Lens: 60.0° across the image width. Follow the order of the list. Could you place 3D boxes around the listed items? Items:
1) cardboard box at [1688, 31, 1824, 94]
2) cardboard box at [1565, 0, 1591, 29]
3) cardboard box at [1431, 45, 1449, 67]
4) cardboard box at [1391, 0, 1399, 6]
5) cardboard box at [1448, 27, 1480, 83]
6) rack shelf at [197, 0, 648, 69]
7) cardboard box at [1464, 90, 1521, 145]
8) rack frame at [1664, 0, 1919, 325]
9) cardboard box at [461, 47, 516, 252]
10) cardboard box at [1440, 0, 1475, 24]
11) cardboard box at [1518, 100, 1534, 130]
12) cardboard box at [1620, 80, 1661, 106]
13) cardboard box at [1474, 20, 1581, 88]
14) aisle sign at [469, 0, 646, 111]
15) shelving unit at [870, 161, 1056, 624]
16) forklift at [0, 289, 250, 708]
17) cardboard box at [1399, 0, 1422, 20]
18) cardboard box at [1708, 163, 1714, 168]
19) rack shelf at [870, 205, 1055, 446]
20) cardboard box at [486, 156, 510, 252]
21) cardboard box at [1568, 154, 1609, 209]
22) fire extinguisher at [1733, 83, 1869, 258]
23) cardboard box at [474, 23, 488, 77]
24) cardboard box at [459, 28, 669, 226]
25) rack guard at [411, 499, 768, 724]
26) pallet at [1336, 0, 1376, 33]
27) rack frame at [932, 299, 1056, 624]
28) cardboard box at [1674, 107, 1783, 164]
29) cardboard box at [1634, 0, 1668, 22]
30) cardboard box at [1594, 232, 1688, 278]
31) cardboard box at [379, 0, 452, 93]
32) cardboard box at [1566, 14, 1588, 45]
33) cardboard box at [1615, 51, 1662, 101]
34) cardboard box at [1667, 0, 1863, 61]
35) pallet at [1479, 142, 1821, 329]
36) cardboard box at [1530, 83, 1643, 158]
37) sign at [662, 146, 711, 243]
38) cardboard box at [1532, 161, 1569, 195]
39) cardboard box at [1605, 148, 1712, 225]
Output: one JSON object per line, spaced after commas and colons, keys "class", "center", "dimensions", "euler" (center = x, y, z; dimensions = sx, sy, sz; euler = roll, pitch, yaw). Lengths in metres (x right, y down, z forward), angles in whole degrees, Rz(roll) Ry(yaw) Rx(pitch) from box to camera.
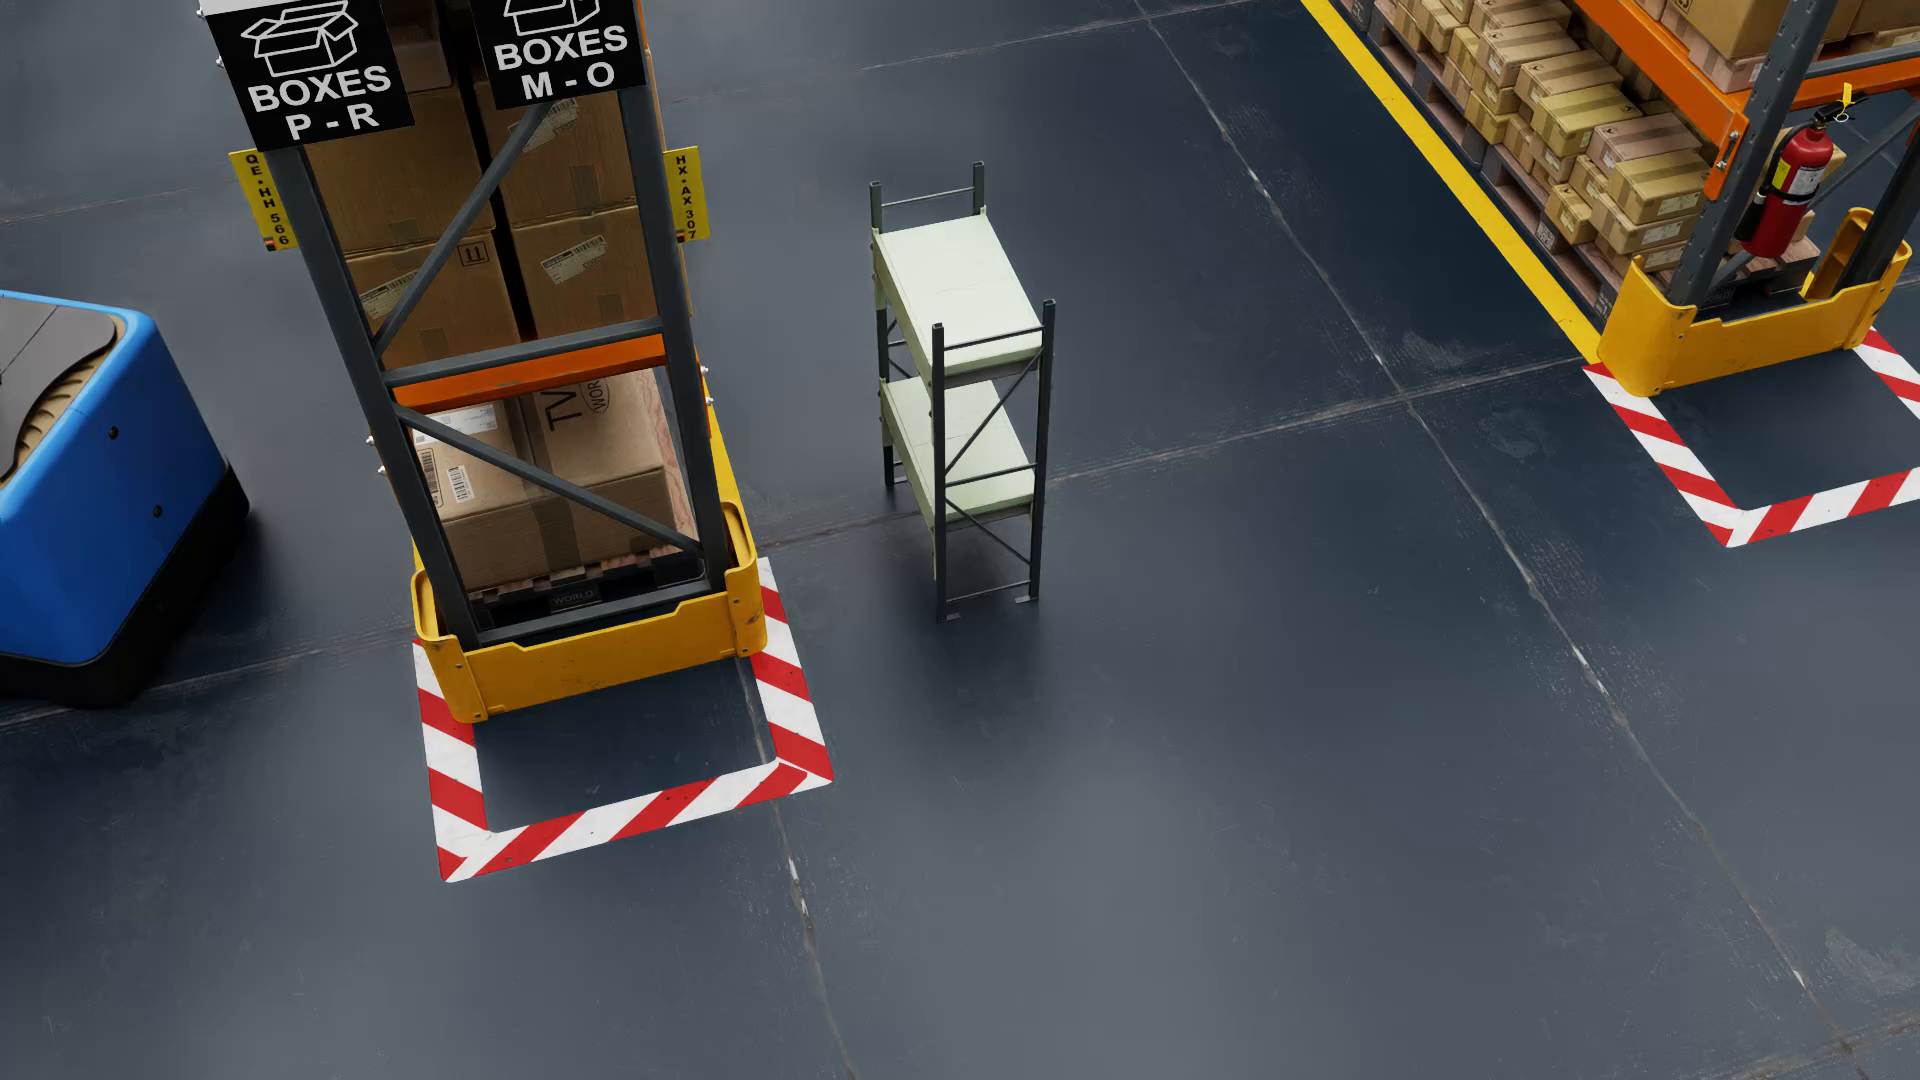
{"class": "cardboard box", "center": [3.014, -1.853, 6.304], "dimensions": [0.380, 0.149, 0.250], "euler": [-13, 51, -11]}
{"class": "cardboard box", "center": [3.141, -2.584, 7.957], "dimensions": [0.380, 0.149, 0.250], "euler": [-13, 51, -10]}
{"class": "cardboard box", "center": [2.571, -2.446, 8.230], "dimensions": [0.380, 0.149, 0.250], "euler": [-12, 51, -10]}
{"class": "cardboard box", "center": [2.435, -2.833, 8.556], "dimensions": [0.380, 0.149, 0.250], "euler": [-15, 52, -13]}
{"class": "cardboard box", "center": [2.572, -2.339, 7.945], "dimensions": [0.380, 0.149, 0.250], "euler": [-11, 51, -9]}
{"class": "rack shelf", "center": [-1.910, -2.763, 5.415], "dimensions": [1.077, 0.370, 4.000], "euler": [-13, 51, -11]}
{"class": "cardboard box", "center": [2.636, -2.041, 7.888], "dimensions": [0.380, 0.149, 0.250], "euler": [-15, 52, -13]}
{"class": "rack frame", "center": [3.380, -1.760, 6.062], "dimensions": [1.000, 3.000, 0.127], "euler": [-13, 51, -11]}
{"class": "cardboard box", "center": [-1.363, -1.378, 5.674], "dimensions": [0.500, 0.500, 0.500], "euler": [-14, 51, -11]}
{"class": "cardboard box", "center": [2.539, -2.644, 8.008], "dimensions": [0.380, 0.149, 0.250], "euler": [-13, 51, -11]}
{"class": "cardboard box", "center": [2.815, -1.992, 7.652], "dimensions": [0.380, 0.149, 0.250], "euler": [-14, 51, -11]}
{"class": "cardboard box", "center": [3.314, -2.097, 7.741], "dimensions": [0.380, 0.149, 0.250], "euler": [-12, 51, -10]}
{"class": "cardboard box", "center": [2.615, -2.242, 7.668], "dimensions": [0.380, 0.149, 0.250], "euler": [-12, 51, -10]}
{"class": "aisle sign", "center": [-1.020, -1.418, 4.073], "dimensions": [0.394, 0.787, 0.004], "euler": [-13, 51, -11]}
{"class": "shelving unit", "center": [-0.002, -0.488, 5.970], "dimensions": [0.431, 1.500, 0.755], "euler": [-13, 51, -11]}
{"class": "forklift", "center": [-4.368, -0.923, 5.401], "dimensions": [3.031, 2.935, 1.130], "euler": [9, 50, 8]}
{"class": "cardboard box", "center": [2.416, -2.720, 8.266], "dimensions": [0.380, 0.149, 0.250], "euler": [-14, 51, -11]}
{"class": "cardboard box", "center": [3.443, -1.726, 7.428], "dimensions": [0.380, 0.149, 0.250], "euler": [-14, 51, -11]}
{"class": "rack shelf", "center": [-0.002, -0.740, 5.672], "dimensions": [0.431, 0.370, 0.720], "euler": [-13, 51, -11]}
{"class": "cardboard box", "center": [-1.848, -1.262, 5.576], "dimensions": [0.500, 0.500, 0.500], "euler": [-14, 51, -12]}
{"class": "cardboard box", "center": [2.925, -1.596, 7.319], "dimensions": [0.380, 0.149, 0.250], "euler": [-14, 51, -12]}
{"class": "fire extinguisher", "center": [3.014, -1.327, 5.991], "dimensions": [0.296, 0.674, 0.183], "euler": [-13, 51, -11]}
{"class": "cardboard box", "center": [-1.159, -1.452, 4.659], "dimensions": [0.380, 0.149, 0.250], "euler": [-12, 51, -10]}
{"class": "cardboard box", "center": [-1.189, -1.336, 4.985], "dimensions": [0.500, 0.500, 0.500], "euler": [-14, 51, -12]}
{"class": "rack guard", "center": [-1.312, 0.256, 5.997], "dimensions": [1.175, 0.500, 0.348], "euler": [-13, 51, -11]}
{"class": "pallet", "center": [2.429, -3.300, 9.184], "dimensions": [1.003, 0.211, 1.213], "euler": [-13, 51, -11]}
{"class": "rack frame", "center": [0.106, -0.221, 5.745], "dimensions": [0.400, 1.500, 0.023], "euler": [-13, 51, -11]}
{"class": "cardboard box", "center": [3.353, -1.802, 7.298], "dimensions": [0.380, 0.149, 0.250], "euler": [-12, 51, -10]}
{"class": "cardboard box", "center": [2.887, -2.223, 6.616], "dimensions": [0.380, 0.149, 0.250], "euler": [-14, 51, -11]}
{"class": "cardboard box", "center": [3.025, -1.314, 7.275], "dimensions": [0.380, 0.149, 0.250], "euler": [-13, 51, -10]}
{"class": "cardboard box", "center": [-1.616, -1.347, 4.570], "dimensions": [0.380, 0.149, 0.250], "euler": [-13, 51, -10]}
{"class": "cardboard box", "center": [3.025, -2.458, 8.045], "dimensions": [0.380, 0.149, 0.250], "euler": [-11, 51, -9]}
{"class": "cardboard box", "center": [3.249, -2.177, 7.614], "dimensions": [0.380, 0.149, 0.250], "euler": [-16, 52, -13]}
{"class": "cardboard box", "center": [3.001, -2.158, 6.137], "dimensions": [0.500, 0.500, 0.500], "euler": [-12, 51, -10]}
{"class": "pallet", "center": [3.151, -1.518, 7.681], "dimensions": [1.003, 0.211, 1.213], "euler": [-13, 51, -11]}
{"class": "cardboard box", "center": [2.764, -1.855, 7.342], "dimensions": [0.380, 0.149, 0.250], "euler": [-14, 51, -12]}
{"class": "sign", "center": [-0.787, -0.993, 4.797], "dimensions": [0.100, 0.325, 0.005], "euler": [-13, 51, -11]}
{"class": "cardboard box", "center": [2.856, -1.691, 7.593], "dimensions": [0.380, 0.149, 0.250], "euler": [-14, 51, -11]}
{"class": "cardboard box", "center": [2.981, -1.498, 7.041], "dimensions": [0.380, 0.149, 0.250], "euler": [-13, 51, -11]}
